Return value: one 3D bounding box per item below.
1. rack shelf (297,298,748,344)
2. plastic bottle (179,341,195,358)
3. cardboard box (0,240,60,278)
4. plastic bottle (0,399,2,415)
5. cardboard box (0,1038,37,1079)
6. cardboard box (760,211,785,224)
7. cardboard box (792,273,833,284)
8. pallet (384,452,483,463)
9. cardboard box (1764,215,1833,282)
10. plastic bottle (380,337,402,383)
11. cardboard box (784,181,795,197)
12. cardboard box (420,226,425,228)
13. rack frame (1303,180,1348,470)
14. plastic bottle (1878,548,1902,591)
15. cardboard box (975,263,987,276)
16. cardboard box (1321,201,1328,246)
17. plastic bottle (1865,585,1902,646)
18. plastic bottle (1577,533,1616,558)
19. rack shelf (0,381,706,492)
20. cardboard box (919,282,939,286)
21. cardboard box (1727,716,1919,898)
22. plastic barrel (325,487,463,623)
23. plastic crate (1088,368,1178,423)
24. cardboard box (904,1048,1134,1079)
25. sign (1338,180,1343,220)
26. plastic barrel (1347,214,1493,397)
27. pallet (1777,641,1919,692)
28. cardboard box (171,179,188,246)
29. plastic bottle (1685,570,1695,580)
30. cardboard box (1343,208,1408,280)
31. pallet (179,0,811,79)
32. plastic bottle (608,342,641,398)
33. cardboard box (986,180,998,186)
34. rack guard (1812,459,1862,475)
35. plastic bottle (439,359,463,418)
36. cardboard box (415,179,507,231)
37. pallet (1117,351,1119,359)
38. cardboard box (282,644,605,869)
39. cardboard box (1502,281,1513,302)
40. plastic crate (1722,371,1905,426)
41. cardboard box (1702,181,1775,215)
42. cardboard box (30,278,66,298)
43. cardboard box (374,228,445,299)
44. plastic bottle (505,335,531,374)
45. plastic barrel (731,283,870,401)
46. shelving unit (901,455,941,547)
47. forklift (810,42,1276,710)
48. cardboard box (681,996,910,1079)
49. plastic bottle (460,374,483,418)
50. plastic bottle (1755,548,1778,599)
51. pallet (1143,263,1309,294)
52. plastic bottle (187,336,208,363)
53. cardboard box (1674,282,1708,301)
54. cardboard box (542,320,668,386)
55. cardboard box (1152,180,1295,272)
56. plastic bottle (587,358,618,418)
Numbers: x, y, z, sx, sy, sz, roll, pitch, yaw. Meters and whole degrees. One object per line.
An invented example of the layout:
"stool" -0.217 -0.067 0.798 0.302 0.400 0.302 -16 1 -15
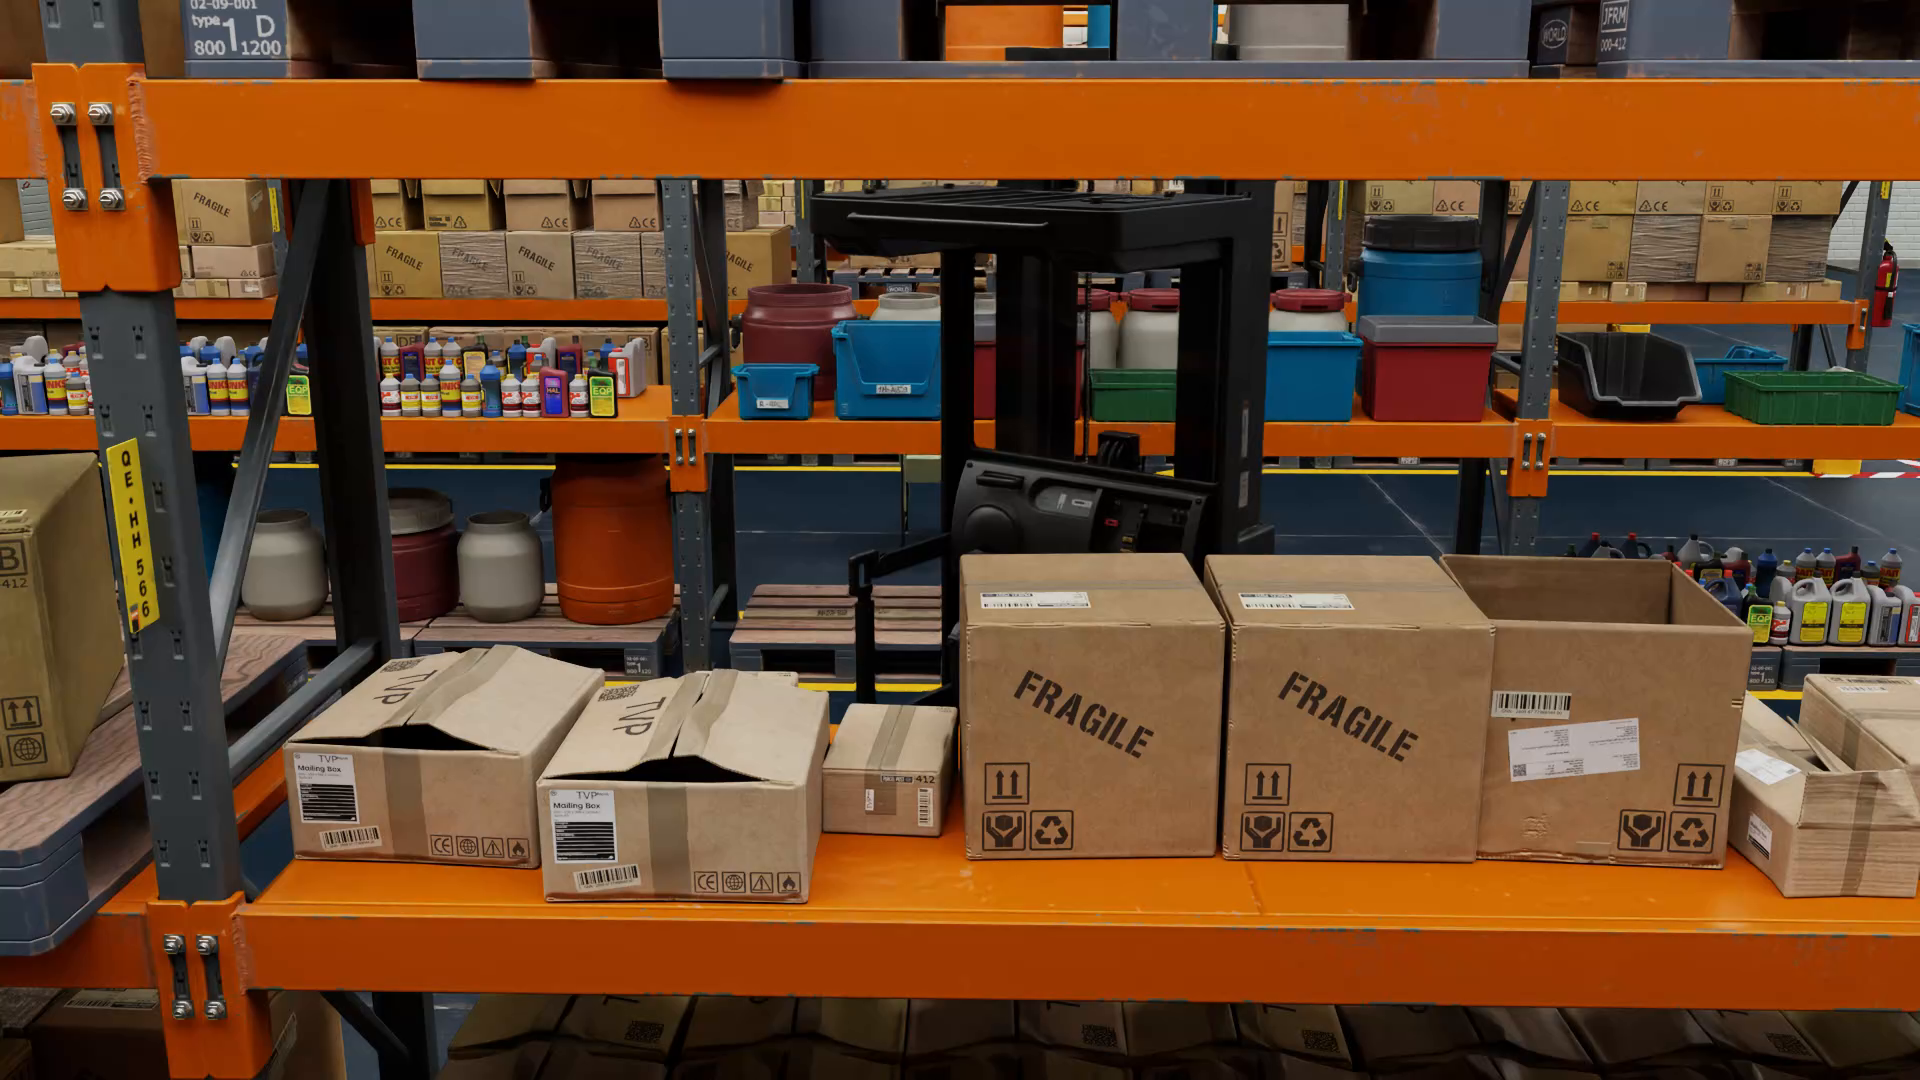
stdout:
"rack shelf" -3.165 -1.816 13.253 4.000 0.370 1.077 0 15 1
"plastic bottle" -4.004 -0.894 8.600 0.097 0.271 0.097 0 15 0
"cardboard box" -7.146 -2.194 12.988 0.500 0.250 0.500 0 15 0
"plastic bottle" -4.686 -0.710 8.039 0.097 0.201 0.097 0 15 0
"cardboard box" -2.363 1.425 3.596 0.500 0.500 0.500 1 15 4
"cardboard box" -1.948 -3.386 17.464 0.250 0.149 0.380 1 15 2
"cardboard box" -1.628 -2.710 17.837 0.500 0.250 0.500 0 15 0
"pallet" -4.391 -0.843 13.621 1.213 0.211 1.003 0 15 1
"cardboard box" 6.283 -2.301 12.904 0.500 0.500 0.875 0 15 1
"plastic bottle" -2.986 -0.926 8.722 0.097 0.271 0.097 0 15 0
"cardboard box" -1.690 -3.673 17.384 0.250 0.149 0.380 0 15 1
"cardboard box" -4.195 -2.287 13.432 0.500 0.500 0.500 1 15 3
"rack frame" 2.833 -2.125 13.013 0.127 3.000 1.000 0 15 1
"plastic bottle" 4.901 0.180 8.765 0.097 0.271 0.097 0 15 0
"cardboard box" 0.390 -3.602 22.939 0.625 0.372 0.950 0 15 0
"cardboard box" 3.981 -3.464 17.797 0.550 0.550 0.875 0 15 1
"plastic bottle" 4.468 0.359 8.076 0.135 0.276 0.152 0 15 0
"plastic bottle" 3.358 0.137 8.770 0.185 0.351 0.144 0 15 0
"rack shelf" -3.291 -0.553 8.466 4.000 0.370 1.077 0 15 1
"cardboard box" -0.331 -2.503 18.035 0.750 0.750 1.050 0 15 1
"cardboard box" 1.693 0.508 3.299 0.258 0.266 0.396 0 15 0
"plastic barrel" -2.910 0.069 8.602 0.708 0.588 0.600 0 15 1
"plastic crate" 0.959 -0.699 8.023 0.662 0.188 0.450 0 15 1
"cardboard box" 0.129 1.314 3.446 0.500 0.311 0.500 0 15 0
"sign" 2.823 -2.543 12.329 0.005 0.325 0.100 0 15 1
"plastic barrel" 2.328 -1.184 8.464 0.708 0.901 0.600 0 15 1
"pallet" 4.600 0.509 8.497 1.213 0.211 1.003 0 15 1
"cardboard box" -6.131 -2.550 12.866 0.500 0.500 0.500 1 15 2
"plastic bottle" 3.503 0.318 8.087 0.185 0.351 0.144 1 15 3
"cardboard box" 3.282 -2.298 12.892 0.500 0.500 0.875 0 15 1
"pallet" -0.741 -1.002 3.248 1.003 0.211 1.213 1 15 4
"plastic bottle" -1.720 -0.874 8.517 0.135 0.276 0.152 0 15 1
"cardboard box" 0.529 -3.936 17.721 0.500 0.500 0.700 0 15 1
"rack guard" 6.756 -0.891 13.235 0.348 0.500 1.175 0 15 1
"plastic bottle" -2.442 -0.729 7.975 0.097 0.271 0.097 0 15 0
"cardboard box" -3.840 -2.701 13.034 0.637 0.503 0.797 1 15 2
"pallet" 2.288 -2.027 18.107 1.213 0.211 1.003 0 15 1
"cardboard box" -1.060 0.432 3.497 0.500 0.311 0.500 1 15 5
"cardboard box" 4.040 -1.914 12.708 0.250 0.149 0.380 0 15 1
"plastic crate" 4.057 -0.678 7.947 0.662 0.188 0.450 0 15 1
"cardboard box" 5.776 -2.717 12.518 0.500 0.500 0.500 0 15 1
"cardboard box" -7.016 -1.984 12.973 0.250 0.149 0.380 1 15 2
"cardboard box" -4.208 -2.155 12.934 0.500 0.500 0.500 0 15 2
"plastic bottle" -2.312 -0.932 8.722 0.133 0.283 0.061 0 15 1
"plastic barrel" -0.820 -1.028 8.589 0.708 0.536 0.600 0 15 1
"shelving unit" 0.007 -0.725 10.649 0.755 1.500 0.431 0 15 1
"forklift" 0.243 -0.036 5.230 1.130 2.935 3.031 11 18 36
"cardboard box" -0.373 1.173 3.981 0.500 0.311 0.500 0 15 1
"plastic bottle" -2.345 -0.694 7.981 0.097 0.201 0.097 0 15 0
"plastic bottle" 4.256 0.175 8.781 0.097 0.271 0.097 0 15 0
"pallet" 2.073 -2.074 13.197 1.213 0.211 1.003 0 15 1
"plastic bottle" -4.019 -0.928 8.721 0.135 0.276 0.152 0 15 1
"cardboard box" 5.542 -1.934 12.785 0.250 0.149 0.380 0 15 1
"cardboard box" -2.746 -1.344 13.396 0.875 0.875 1.225 0 15 2
"cardboard box" 2.043 -2.659 13.038 1.000 1.000 1.000 0 15 2
"plastic bottle" -1.707 -0.725 7.937 0.133 0.283 0.061 0 15 1
